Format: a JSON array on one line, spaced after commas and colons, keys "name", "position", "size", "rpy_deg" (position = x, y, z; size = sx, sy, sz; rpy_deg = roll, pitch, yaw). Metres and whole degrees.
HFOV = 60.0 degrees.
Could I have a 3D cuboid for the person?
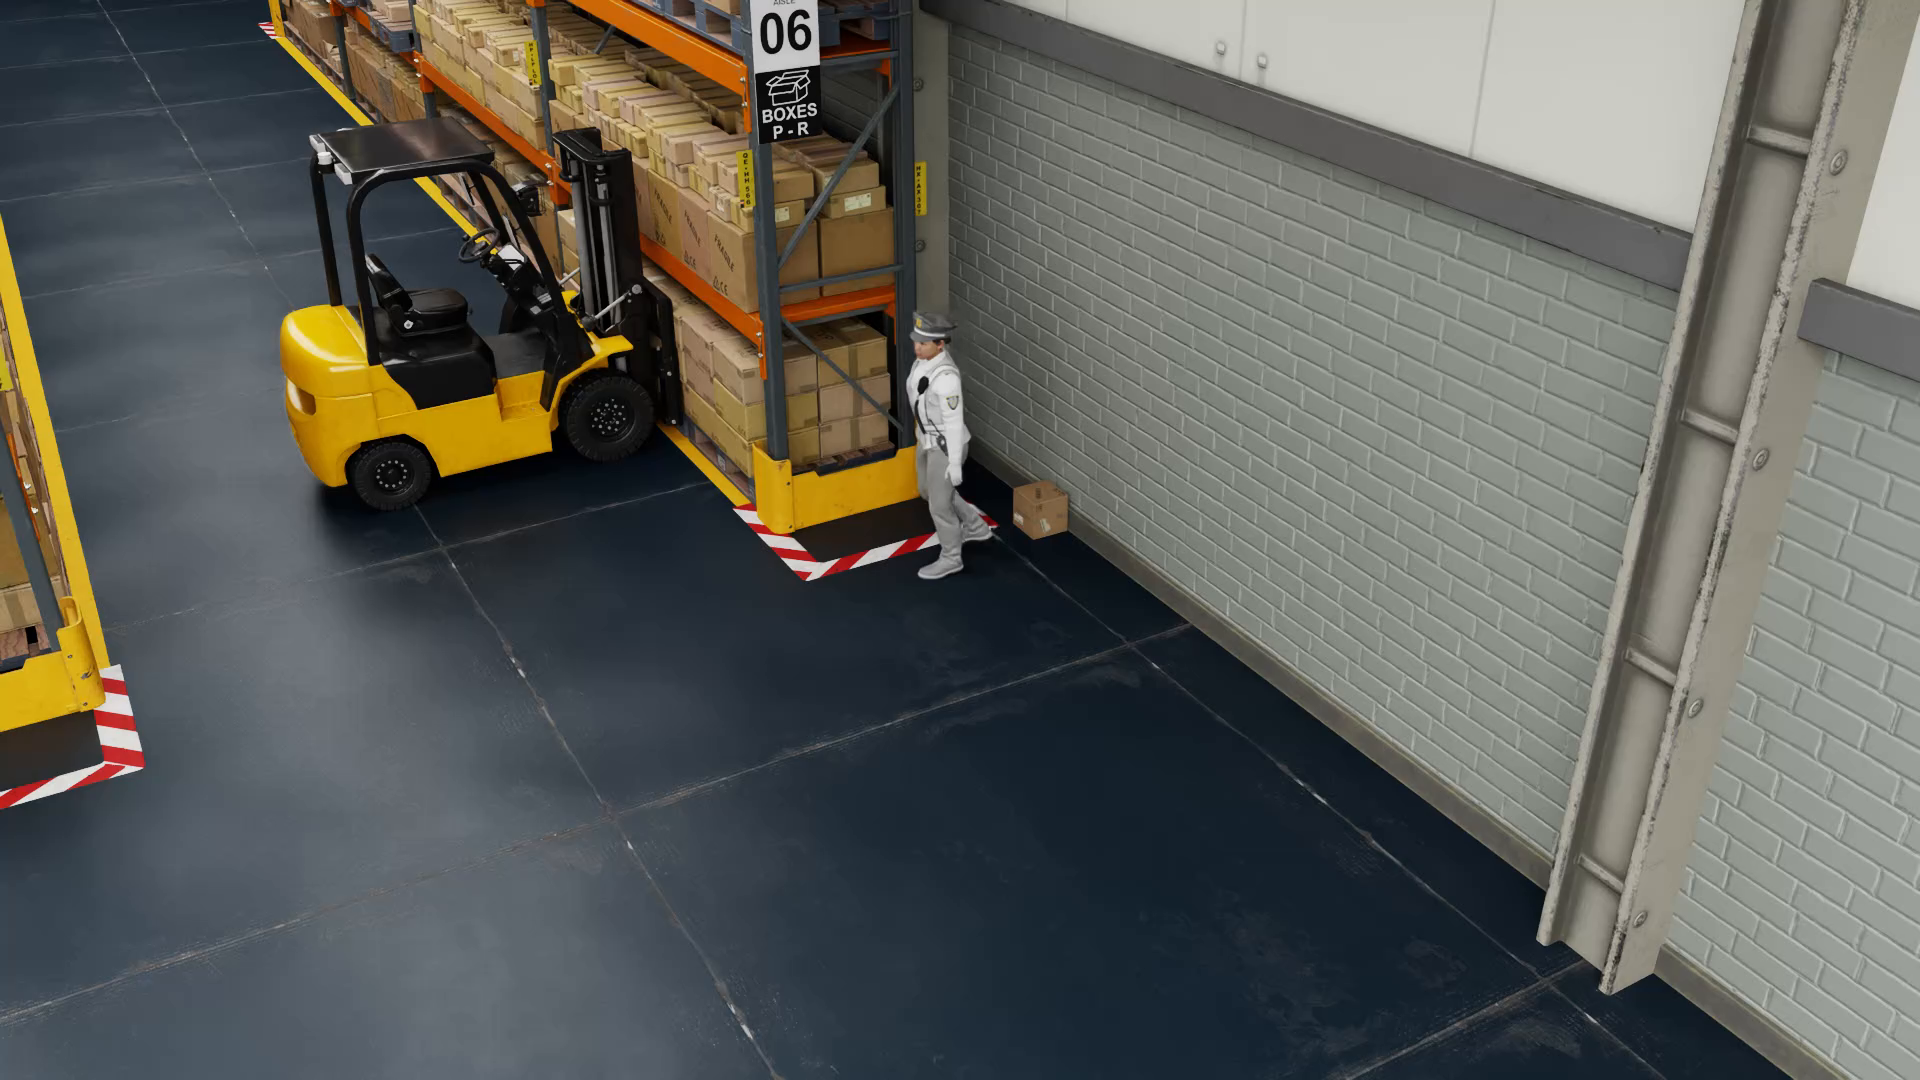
[{"name": "person", "position": [-0.038, -0.553, 9.530], "size": [0.531, 1.669, 0.532], "rpy_deg": [-8, 30, -14]}]
